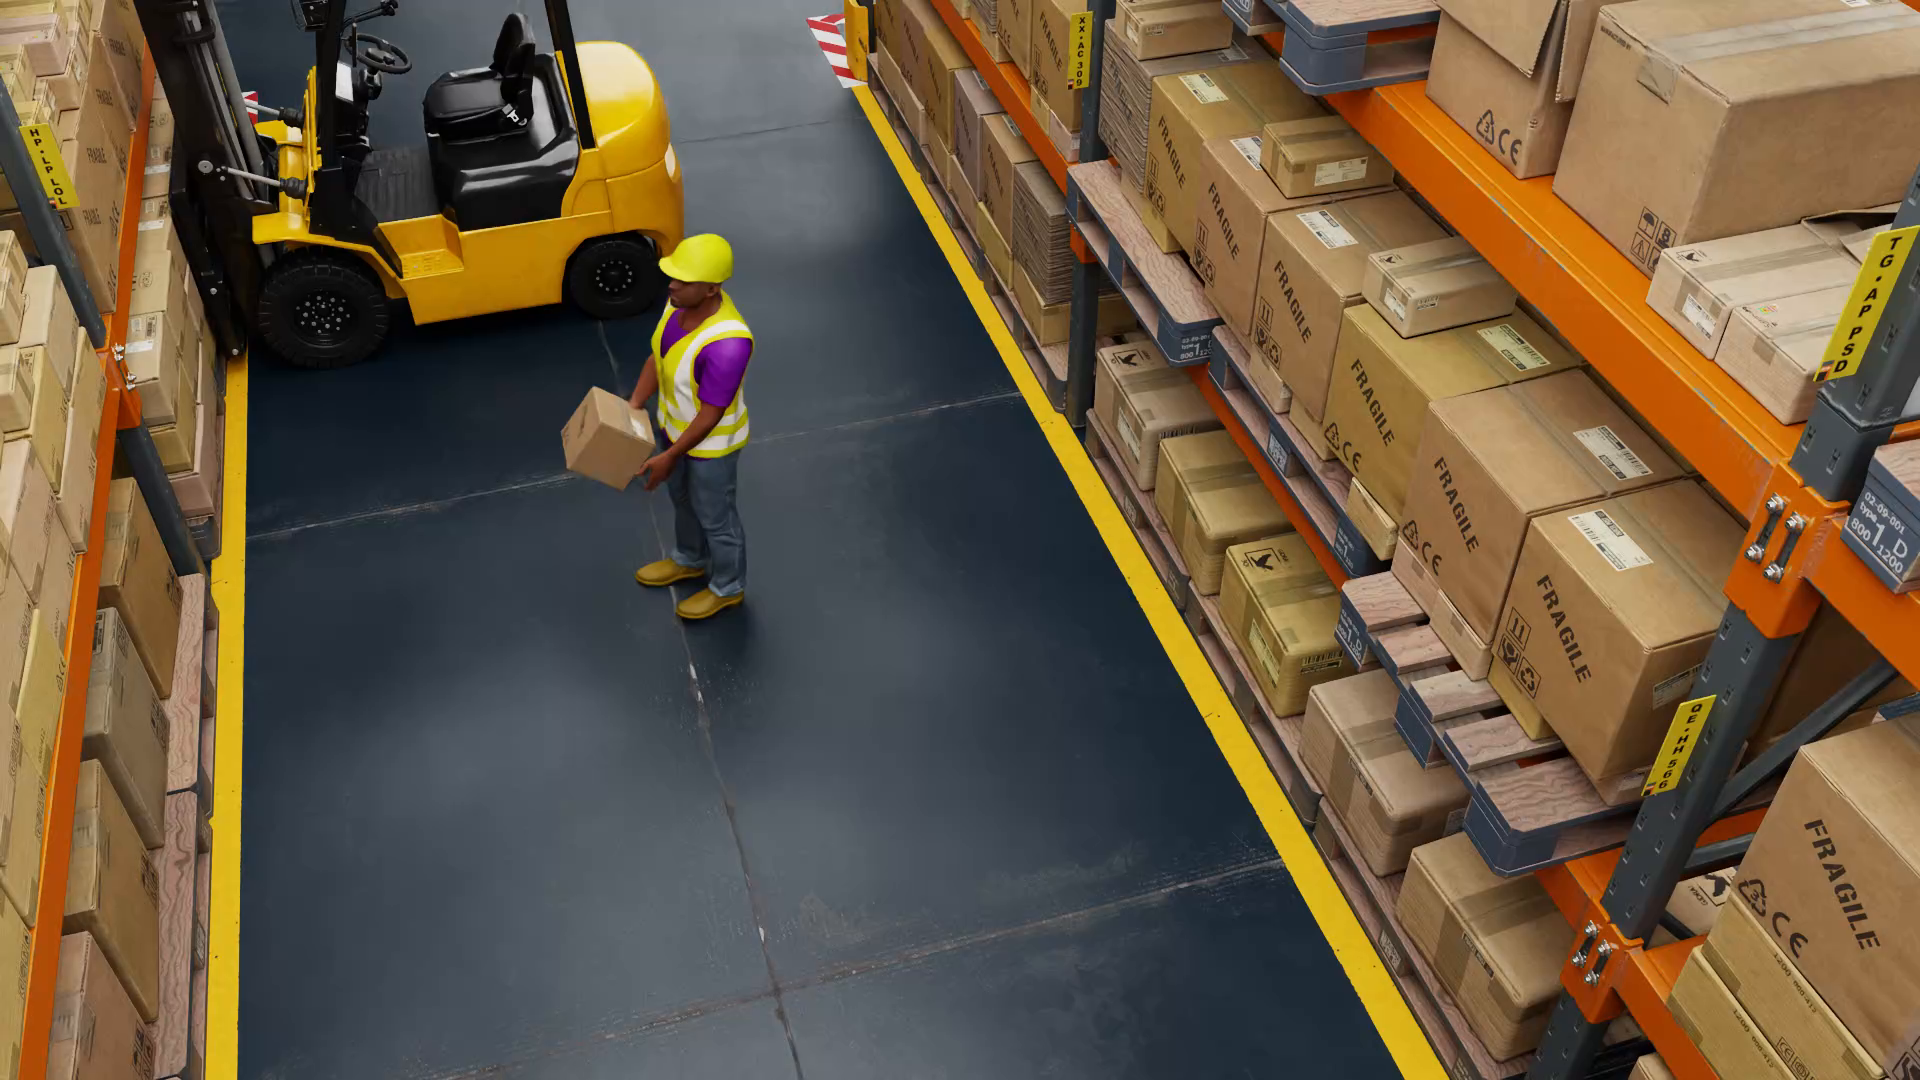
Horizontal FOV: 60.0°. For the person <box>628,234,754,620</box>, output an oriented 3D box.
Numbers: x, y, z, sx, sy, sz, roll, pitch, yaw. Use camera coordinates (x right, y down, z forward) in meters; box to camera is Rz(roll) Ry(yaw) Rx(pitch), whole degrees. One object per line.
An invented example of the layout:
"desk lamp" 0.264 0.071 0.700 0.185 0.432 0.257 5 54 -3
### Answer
"person" -1.086 -0.415 6.597 0.538 1.772 0.573 -22 46 -22
